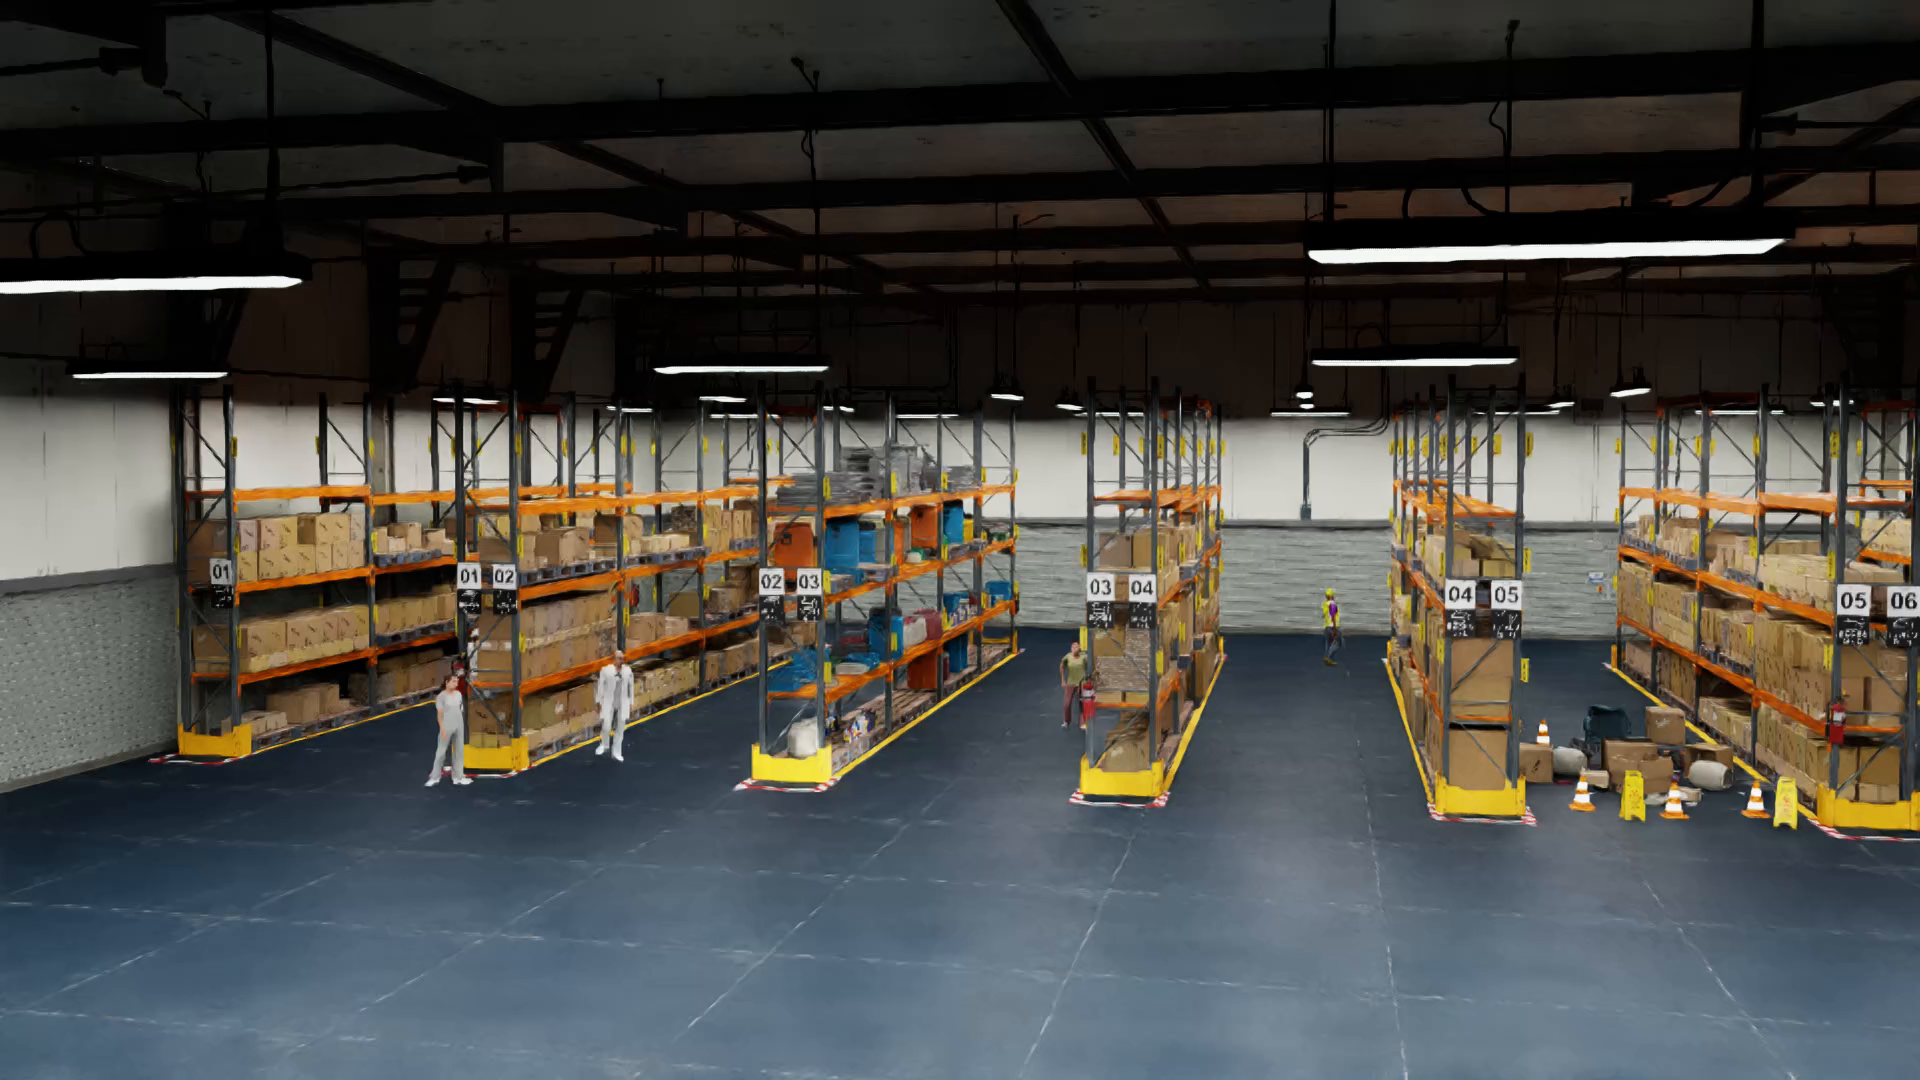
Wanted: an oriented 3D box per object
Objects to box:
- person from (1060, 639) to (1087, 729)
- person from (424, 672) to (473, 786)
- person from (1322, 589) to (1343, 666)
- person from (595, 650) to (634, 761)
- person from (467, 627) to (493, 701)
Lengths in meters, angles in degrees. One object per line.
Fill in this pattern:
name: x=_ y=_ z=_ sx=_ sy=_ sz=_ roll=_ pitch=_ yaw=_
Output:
person: x=2.058 y=2.552 z=29.451 sx=0.596 sy=1.619 sz=0.506 roll=1 pitch=3 yaw=11
person: x=-7.595 y=2.783 z=24.545 sx=0.426 sy=1.654 sz=0.623 roll=3 pitch=4 yaw=42
person: x=8.474 y=1.993 z=37.994 sx=0.457 sy=1.763 sz=0.609 roll=-1 pitch=3 yaw=-12
person: x=-5.540 y=2.630 z=26.632 sx=0.618 sy=1.771 sz=0.598 roll=-1 pitch=3 yaw=-23
person: x=-8.794 y=2.447 z=30.494 sx=0.719 sy=1.714 sz=0.578 roll=1 pitch=3 yaw=11
